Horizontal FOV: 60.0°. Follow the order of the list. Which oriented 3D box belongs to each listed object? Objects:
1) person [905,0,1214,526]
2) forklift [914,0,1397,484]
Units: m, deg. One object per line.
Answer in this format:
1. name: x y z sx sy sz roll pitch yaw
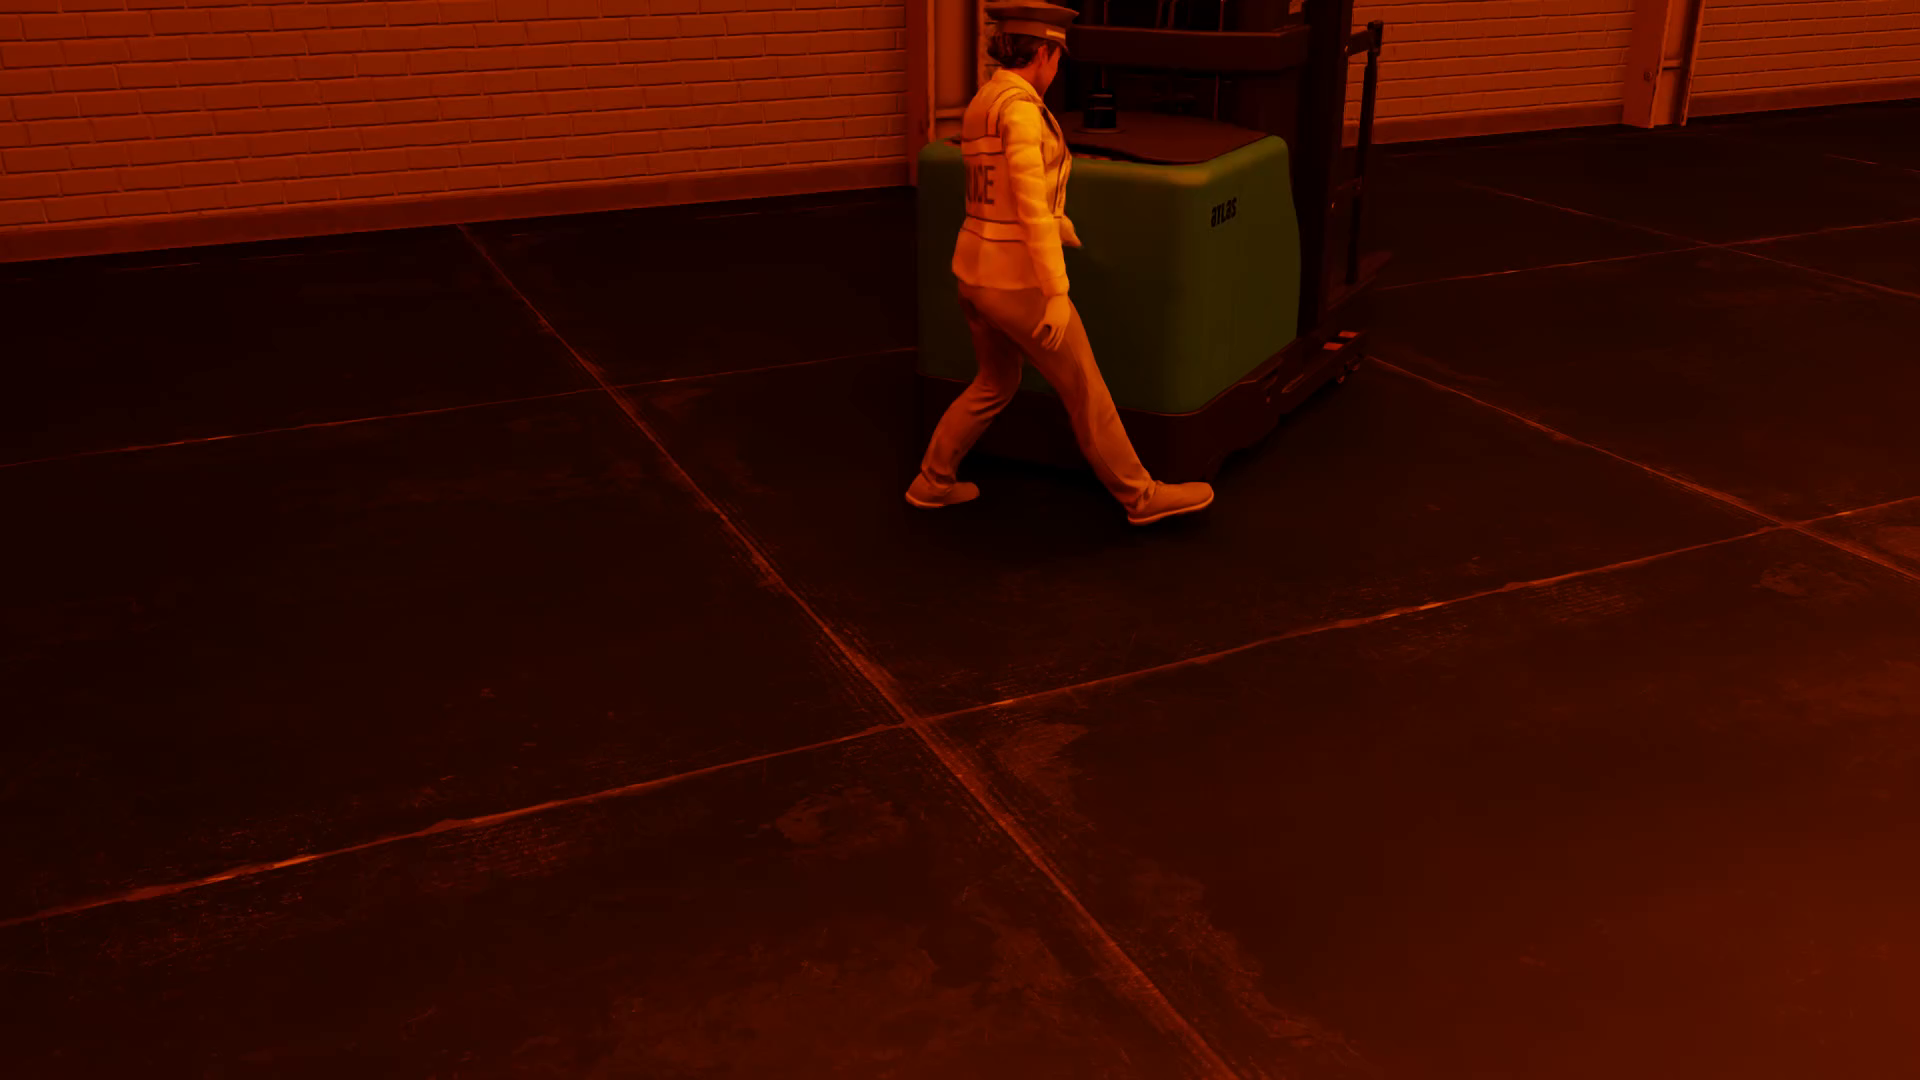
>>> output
1. person: 0.320 -0.770 4.963 0.884 1.611 0.721 -7 24 -17
2. forklift: 1.003 -2.049 6.217 1.130 2.935 3.031 12 25 27
